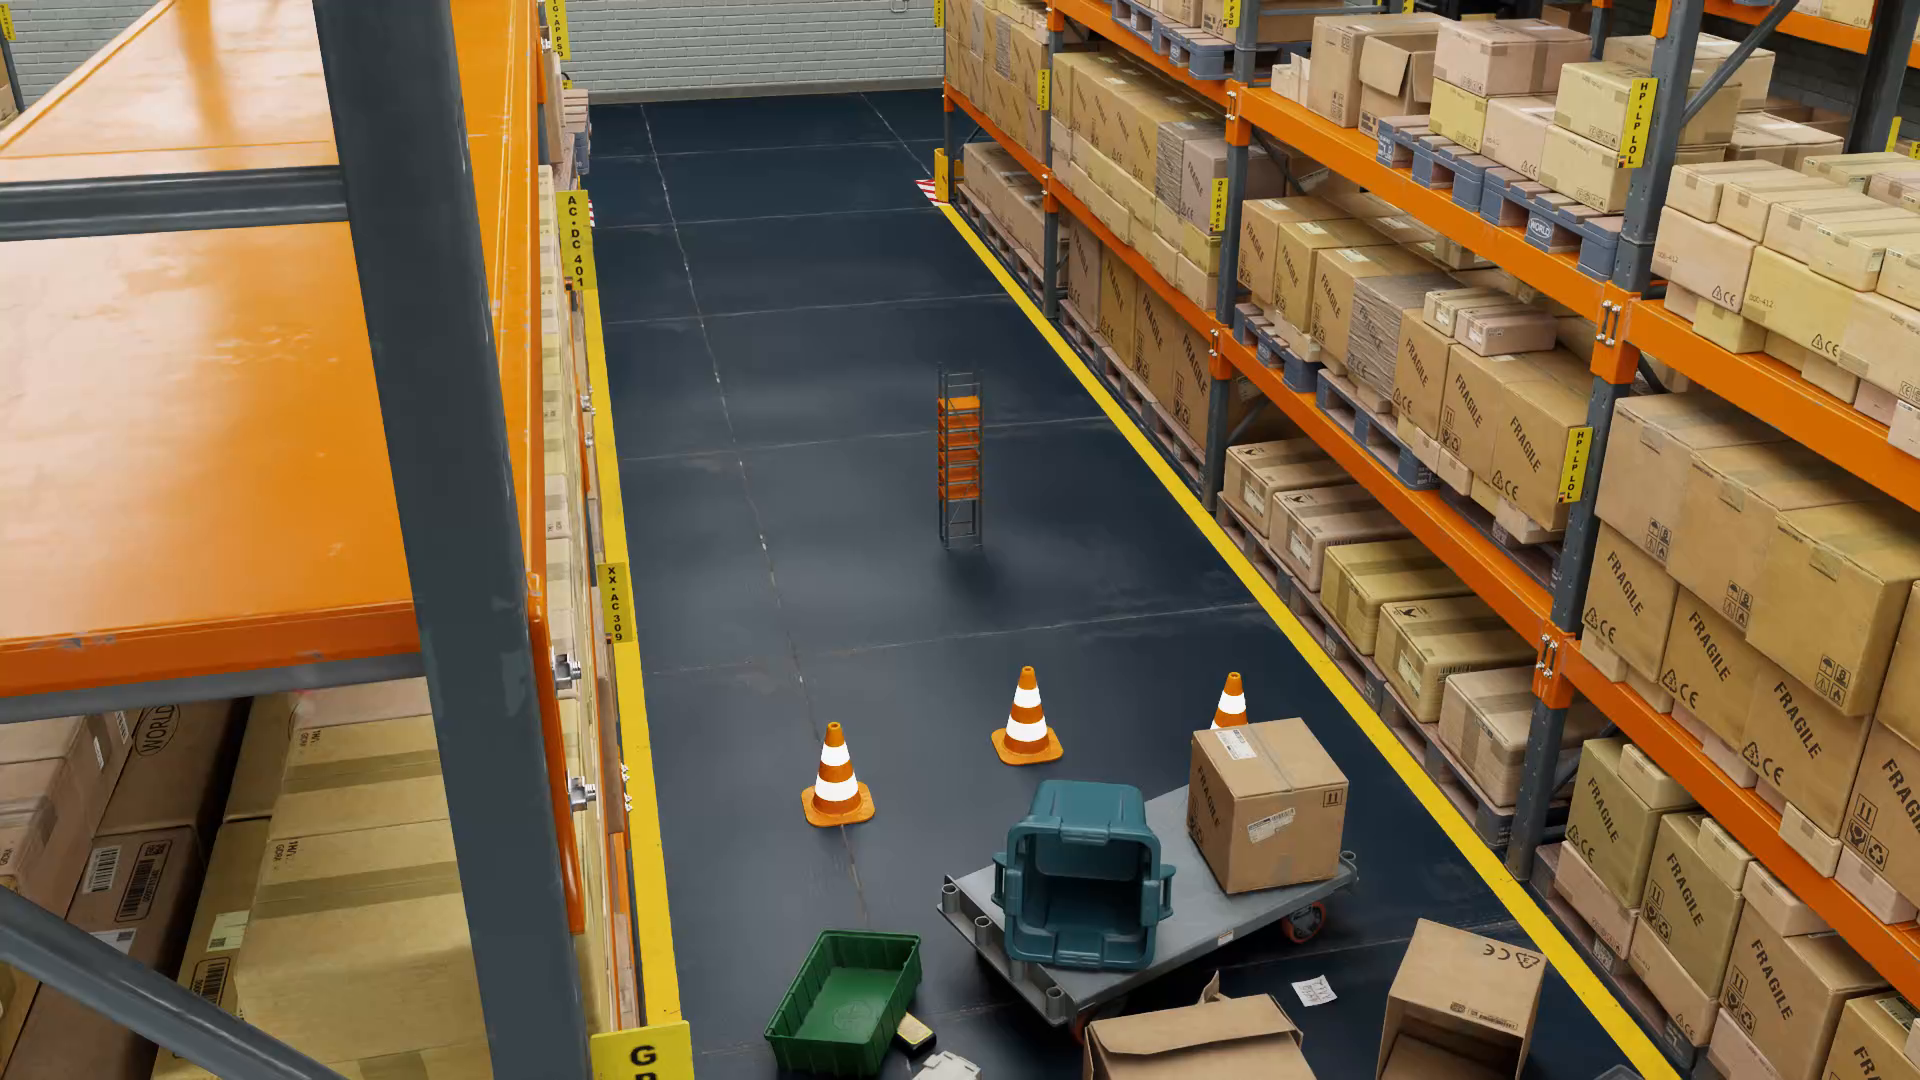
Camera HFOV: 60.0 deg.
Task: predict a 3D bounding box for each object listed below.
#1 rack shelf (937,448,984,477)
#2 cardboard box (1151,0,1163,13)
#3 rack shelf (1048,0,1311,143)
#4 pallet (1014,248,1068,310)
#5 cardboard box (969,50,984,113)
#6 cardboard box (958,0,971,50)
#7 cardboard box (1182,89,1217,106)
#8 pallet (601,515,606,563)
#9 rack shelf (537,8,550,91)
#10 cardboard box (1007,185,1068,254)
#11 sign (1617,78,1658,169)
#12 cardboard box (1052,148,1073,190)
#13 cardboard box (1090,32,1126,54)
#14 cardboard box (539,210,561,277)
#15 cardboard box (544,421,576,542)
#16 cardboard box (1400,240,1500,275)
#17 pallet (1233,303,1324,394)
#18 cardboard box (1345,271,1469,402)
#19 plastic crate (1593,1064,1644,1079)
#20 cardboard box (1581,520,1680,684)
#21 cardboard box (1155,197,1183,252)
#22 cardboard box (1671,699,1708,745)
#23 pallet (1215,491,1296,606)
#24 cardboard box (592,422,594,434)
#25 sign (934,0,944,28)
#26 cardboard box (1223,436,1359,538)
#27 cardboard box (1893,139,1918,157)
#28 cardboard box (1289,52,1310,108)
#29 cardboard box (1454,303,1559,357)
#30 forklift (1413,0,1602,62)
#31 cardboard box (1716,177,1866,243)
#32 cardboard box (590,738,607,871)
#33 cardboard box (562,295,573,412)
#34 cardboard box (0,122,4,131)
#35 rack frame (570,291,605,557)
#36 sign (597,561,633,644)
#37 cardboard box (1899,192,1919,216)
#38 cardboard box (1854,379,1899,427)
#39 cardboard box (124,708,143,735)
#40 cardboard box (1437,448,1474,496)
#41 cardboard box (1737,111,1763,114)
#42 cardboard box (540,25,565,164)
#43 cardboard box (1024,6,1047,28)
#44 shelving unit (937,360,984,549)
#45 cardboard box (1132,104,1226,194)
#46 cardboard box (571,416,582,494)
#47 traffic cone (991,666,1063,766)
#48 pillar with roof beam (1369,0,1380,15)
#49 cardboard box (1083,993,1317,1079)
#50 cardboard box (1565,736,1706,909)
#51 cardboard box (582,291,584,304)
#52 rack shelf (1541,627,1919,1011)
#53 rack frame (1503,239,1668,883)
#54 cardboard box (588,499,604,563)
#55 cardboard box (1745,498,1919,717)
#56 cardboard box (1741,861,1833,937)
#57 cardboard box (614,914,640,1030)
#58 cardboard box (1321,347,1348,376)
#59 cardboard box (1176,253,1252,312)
[{"bbox_3d":[0.003,-0.490,10.487,0.258,0.103,0.180,-6,27,-12],"label":"rack shelf"},{"bbox_3d":[1.478,-3.634,10.975,0.396,0.266,0.258,-7,28,-13],"label":"cardboard box"},{"bbox_3d":[1.679,-3.495,11.814,1.077,0.370,4.000,-6,27,-12],"label":"rack shelf"},{"bbox_3d":[1.133,-2.451,15.373,1.003,0.211,1.213,-6,27,-12],"label":"pallet"},{"bbox_3d":[0.393,-4.471,16.168,0.500,0.500,0.500,-6,27,-12],"label":"cardboard box"},{"bbox_3d":[0.280,-5.136,16.376,0.500,0.500,0.500,-7,28,-13],"label":"cardboard box"},{"bbox_3d":[1.923,-2.998,12.141,0.500,0.500,0.500,-6,27,-11],"label":"cardboard box"},{"bbox_3d":[-2.845,-0.150,10.813,1.003,0.211,1.213,-6,27,-12],"label":"pallet"},{"bbox_3d":[-2.220,-2.352,6.665,1.077,0.370,4.000,-6,27,-12],"label":"rack shelf"},{"bbox_3d":[0.989,-3.078,15.896,0.875,0.438,0.875,-7,28,-13],"label":"cardboard box"},{"bbox_3d":[2.491,-1.530,6.113,0.100,0.325,0.005,-6,27,-12],"label":"sign"},{"bbox_3d":[1.070,-3.068,13.665,0.500,0.250,0.500,-7,28,-13],"label":"cardboard box"},{"bbox_3d":[1.356,-4.079,14.282,0.500,0.500,0.500,-6,27,-11],"label":"cardboard box"},{"bbox_3d":[-1.263,-0.761,4.417,0.380,0.149,0.250,-6,27,-12],"label":"cardboard box"},{"bbox_3d":[-0.918,-0.092,3.090,0.380,0.149,0.250,-6,27,-12],"label":"cardboard box"},{"bbox_3d":[2.745,-1.345,9.178,0.500,0.500,0.500,-8,28,-15],"label":"cardboard box"},{"bbox_3d":[2.394,-1.211,10.033,1.213,0.211,1.003,-6,27,-12],"label":"pallet"},{"bbox_3d":[2.361,-1.062,8.617,0.500,0.500,0.500,-7,28,-14],"label":"cardboard box"},{"bbox_3d":[2.586,2.233,6.237,0.402,0.080,0.583,-16,31,-29],"label":"plastic crate"},{"bbox_3d":[2.858,0.201,6.581,0.500,0.500,0.500,-6,27,-12],"label":"cardboard box"},{"bbox_3d":[1.653,-2.166,11.325,0.500,0.250,0.500,-7,28,-13],"label":"cardboard box"},{"bbox_3d":[2.986,0.660,6.393,0.380,0.149,0.250,-6,27,-12],"label":"cardboard box"},{"bbox_3d":[2.304,-0.011,10.537,1.003,0.211,1.213,-6,27,-12],"label":"pallet"},{"bbox_3d":[-2.698,-0.680,11.076,0.500,0.500,0.500,-6,27,-11],"label":"cardboard box"},{"bbox_3d":[-0.216,-5.479,17.227,0.100,0.325,0.005,-6,27,-12],"label":"sign"},{"bbox_3d":[2.247,-0.364,10.592,0.950,0.372,0.625,-8,28,-15],"label":"cardboard box"},{"bbox_3d":[7.001,-2.578,11.952,0.500,0.500,0.500,-5,27,-9],"label":"cardboard box"},{"bbox_3d":[2.092,-2.610,9.412,0.396,0.266,0.258,-6,27,-12],"label":"cardboard box"},{"bbox_3d":[2.539,-0.978,7.732,0.380,0.149,0.250,-7,28,-13],"label":"cardboard box"},{"bbox_3d":[4.091,-2.684,12.815,1.130,2.935,3.031,-6,27,-12],"label":"forklift"},{"bbox_3d":[2.871,-1.143,5.750,0.380,0.149,0.250,-5,27,-10],"label":"cardboard box"},{"bbox_3d":[-0.804,0.485,2.832,0.380,0.149,0.250,-6,27,-11],"label":"cardboard box"},{"bbox_3d":[-1.294,-0.521,4.383,0.500,0.250,0.500,-6,27,-12],"label":"cardboard box"},{"bbox_3d":[-8.812,-3.644,14.920,0.380,0.149,0.250,-6,27,-11],"label":"cardboard box"},{"bbox_3d":[-2.671,-1.052,9.504,1.000,3.000,0.127,-6,27,-12],"label":"rack frame"},{"bbox_3d":[-1.229,0.226,5.925,0.100,0.325,0.005,-6,27,-12],"label":"sign"},{"bbox_3d":[3.420,-1.079,5.623,0.380,0.149,0.250,-5,27,-10],"label":"cardboard box"},{"bbox_3d":[3.097,-0.457,5.277,0.380,0.149,0.250,-7,28,-13],"label":"cardboard box"},{"bbox_3d":[-1.447,0.196,2.520,0.380,0.149,0.250,-5,27,-11],"label":"cardboard box"},{"bbox_3d":[2.510,-0.343,7.913,0.380,0.149,0.250,-6,27,-12],"label":"cardboard box"},{"bbox_3d":[3.174,-1.822,7.402,0.500,0.250,0.500,-6,27,-12],"label":"cardboard box"},{"bbox_3d":[-2.006,-1.933,7.233,0.500,0.500,0.500,-6,27,-12],"label":"cardboard box"},{"bbox_3d":[0.773,-4.585,14.564,0.380,0.149,0.250,-6,27,-12],"label":"cardboard box"},{"bbox_3d":[0.003,-0.529,10.467,0.258,1.200,0.189,-6,27,-12],"label":"shelving unit"},{"bbox_3d":[1.529,-2.733,11.615,0.500,0.500,0.500,-6,27,-12],"label":"cardboard box"},{"bbox_3d":[-1.147,-0.181,4.153,0.380,0.149,0.250,-6,27,-11],"label":"cardboard box"},{"bbox_3d":[0.348,0.862,8.529,0.336,0.463,0.334,-6,27,-12],"label":"traffic cone"},{"bbox_3d":[1.238,-9.132,18.857,9.100,9.000,0.400,-6,27,-12],"label":"pillar with roof beam"},{"bbox_3d":[0.851,2.044,5.992,0.797,0.637,0.503,-6,27,-12],"label":"cardboard box"},{"bbox_3d":[2.901,1.149,6.898,0.500,0.500,0.500,-5,27,-9],"label":"cardboard box"},{"bbox_3d":[-3.401,-2.032,14.144,0.380,0.149,0.250,-5,27,-10],"label":"cardboard box"},{"bbox_3d":[3.481,1.357,5.532,1.077,0.370,4.000,-6,27,-12],"label":"rack shelf"},{"bbox_3d":[3.031,0.157,7.109,1.000,3.000,0.127,-6,27,-12],"label":"rack frame"},{"bbox_3d":[-1.740,0.180,6.953,0.500,0.500,0.500,-6,27,-11],"label":"cardboard box"},{"bbox_3d":[3.099,0.198,5.477,0.700,0.500,0.500,-7,28,-13],"label":"cardboard box"},{"bbox_3d":[3.051,1.264,5.950,0.380,0.149,0.250,-4,27,-9],"label":"cardboard box"},{"bbox_3d":[-1.121,1.253,3.574,0.875,0.550,0.550,-6,27,-12],"label":"cardboard box"},{"bbox_3d":[2.241,-1.039,9.293,0.380,0.149,0.250,-4,27,-9],"label":"cardboard box"},{"bbox_3d":[1.762,-1.727,11.010,0.500,0.250,0.500,-7,28,-13],"label":"cardboard box"}]
